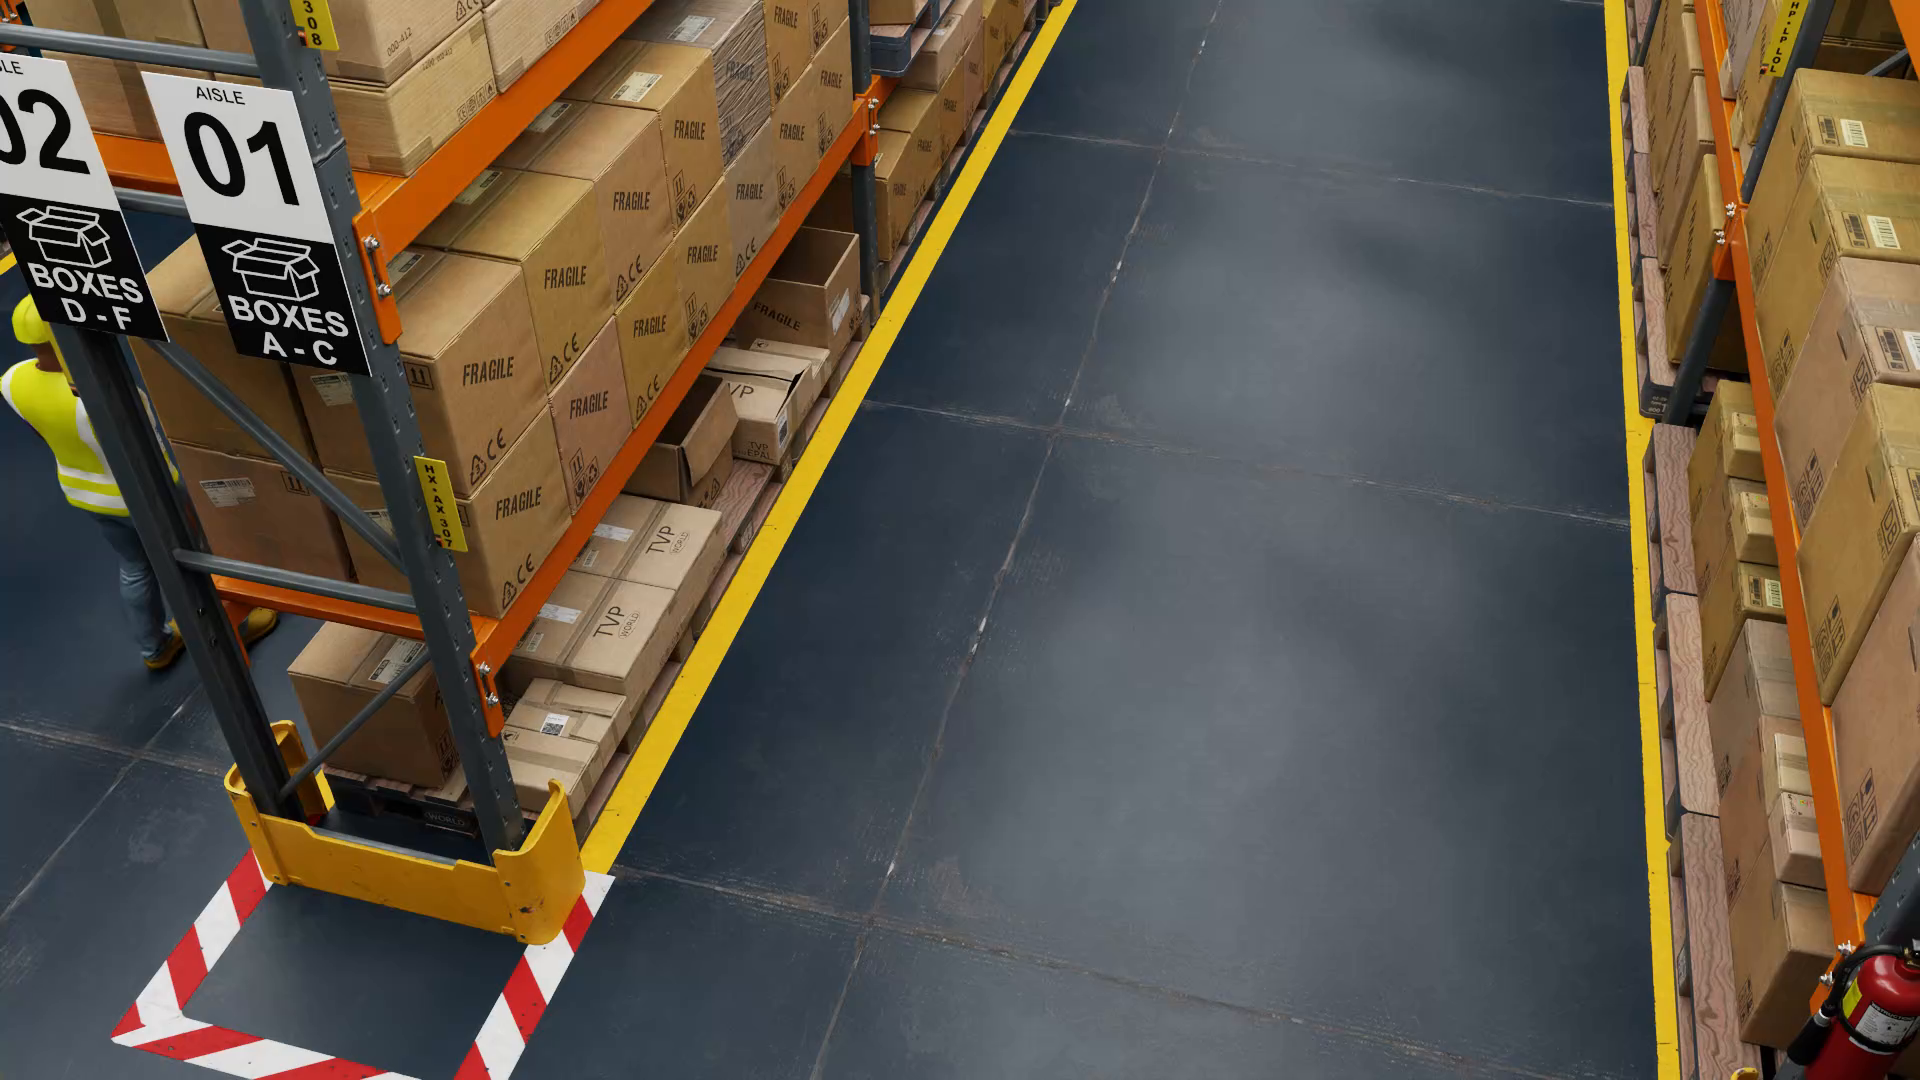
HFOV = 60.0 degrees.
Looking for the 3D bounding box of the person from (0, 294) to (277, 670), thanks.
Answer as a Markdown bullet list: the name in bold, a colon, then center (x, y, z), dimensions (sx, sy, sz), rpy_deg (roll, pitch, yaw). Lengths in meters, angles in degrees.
- **person**: center (-3.165, -0.239, 6.398), dimensions (0.608, 1.771, 0.514), rpy_deg (12, 42, 14)
